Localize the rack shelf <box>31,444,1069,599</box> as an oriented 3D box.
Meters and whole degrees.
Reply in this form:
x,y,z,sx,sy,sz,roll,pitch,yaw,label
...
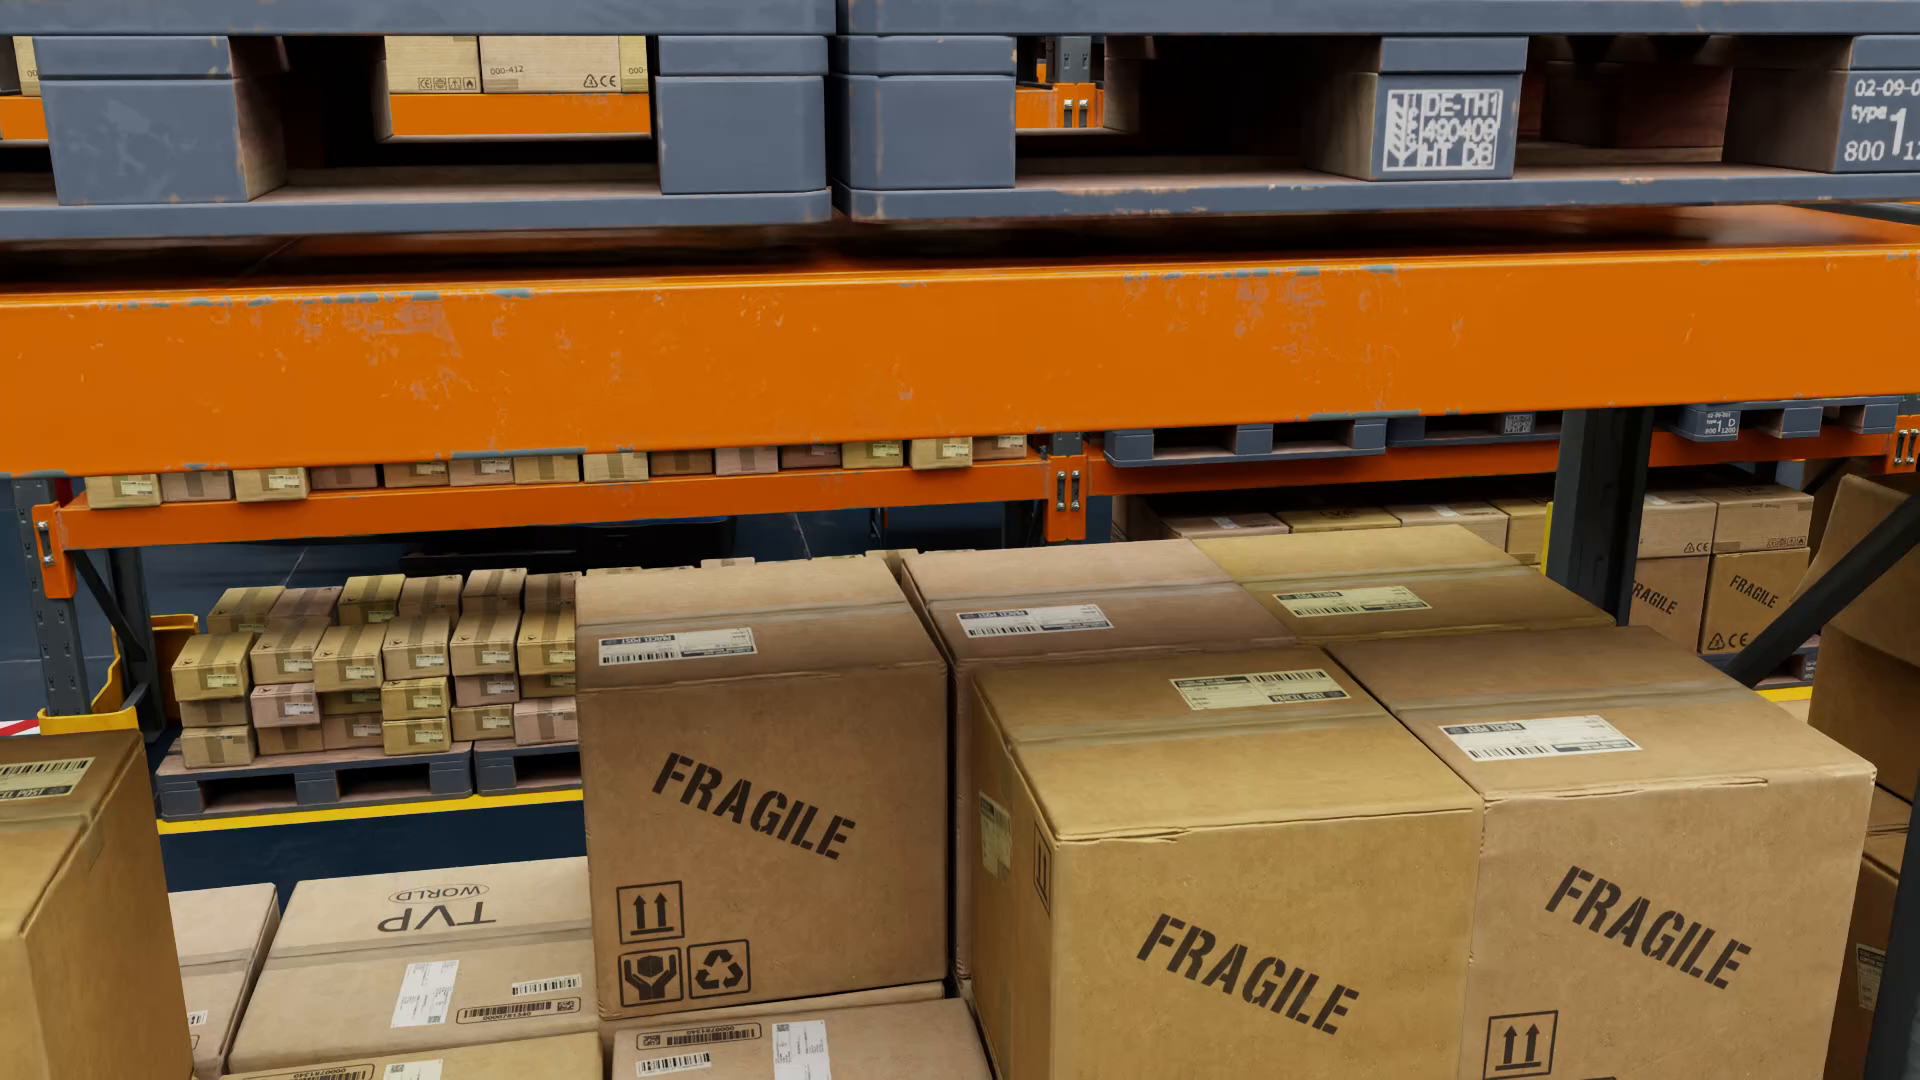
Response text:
x,y,z,sx,sy,sz,roll,pitch,yaw,label
-1.607,-0.209,7.110,4.000,0.370,1.077,-3,17,-10,rack shelf

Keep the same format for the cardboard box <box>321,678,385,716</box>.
x,y,z,sx,sy,sz,roll,pitch,yaw,label
-2.504,0.585,6.933,0.250,0.149,0.380,-3,17,-10,cardboard box

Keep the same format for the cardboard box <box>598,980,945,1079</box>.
x,y,z,sx,sy,sz,roll,pitch,yaw,label
-0.309,0.708,2.648,0.500,0.250,0.500,-3,17,-9,cardboard box

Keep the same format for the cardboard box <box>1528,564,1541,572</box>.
x,y,z,sx,sy,sz,roll,pitch,yaw,label
2.661,0.281,7.831,0.500,0.500,0.500,-4,18,-13,cardboard box

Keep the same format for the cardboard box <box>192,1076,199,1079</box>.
x,y,z,sx,sy,sz,roll,pitch,yaw,label
-1.203,0.916,1.968,0.500,0.250,0.500,-4,17,-12,cardboard box

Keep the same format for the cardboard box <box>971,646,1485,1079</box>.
x,y,z,sx,sy,sz,roll,pitch,yaw,label
0.306,0.471,2.140,0.500,0.500,0.500,-3,17,-10,cardboard box

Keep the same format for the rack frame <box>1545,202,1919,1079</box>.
x,y,z,sx,sy,sz,roll,pitch,yaw,label
1.199,0.771,2.693,0.127,3.000,1.000,-3,17,-10,rack frame

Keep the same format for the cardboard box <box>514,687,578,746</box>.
x,y,z,sx,sy,sz,roll,pitch,yaw,label
-1.746,0.716,7.012,0.250,0.149,0.380,-4,18,-13,cardboard box

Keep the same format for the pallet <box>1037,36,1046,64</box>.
x,y,z,sx,sy,sz,roll,pitch,yaw,label
0.210,-3.494,11.795,1.217,0.209,0.805,-4,18,-13,pallet

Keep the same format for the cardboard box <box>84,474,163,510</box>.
x,y,z,sx,sy,sz,roll,pitch,yaw,label
-3.190,-0.245,6.430,0.250,0.149,0.380,-3,17,-11,cardboard box

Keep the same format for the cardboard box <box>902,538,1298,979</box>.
x,y,z,sx,sy,sz,roll,pitch,yaw,label
0.195,0.320,2.633,0.500,0.500,0.500,-3,17,-10,cardboard box

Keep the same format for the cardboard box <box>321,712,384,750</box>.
x,y,z,sx,sy,sz,roll,pitch,yaw,label
-2.511,0.729,6.969,0.250,0.149,0.380,-3,17,-10,cardboard box

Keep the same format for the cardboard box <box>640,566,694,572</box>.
x,y,z,sx,sy,sz,roll,pitch,yaw,label
-1.310,0.250,7.517,0.250,0.149,0.380,-4,18,-13,cardboard box

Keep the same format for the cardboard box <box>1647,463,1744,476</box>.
x,y,z,sx,sy,sz,roll,pitch,yaw,label
3.562,-0.283,8.390,0.500,0.250,0.500,-4,18,-13,cardboard box

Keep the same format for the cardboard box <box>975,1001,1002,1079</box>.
x,y,z,sx,sy,sz,roll,pitch,yaw,label
0.308,0.830,2.249,0.500,0.250,0.500,-3,17,-9,cardboard box

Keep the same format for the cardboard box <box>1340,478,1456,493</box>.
x,y,z,sx,sy,sz,roll,pitch,yaw,label
2.064,-0.202,8.124,0.500,0.250,0.500,-4,18,-13,cardboard box

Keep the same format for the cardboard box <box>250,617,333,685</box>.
x,y,z,sx,sy,sz,roll,pitch,yaw,label
-2.743,0.455,6.850,0.250,0.149,0.380,-3,17,-9,cardboard box

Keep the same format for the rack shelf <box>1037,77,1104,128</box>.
x,y,z,sx,sy,sz,roll,pitch,yaw,label
2.321,-1.866,7.395,4.000,0.370,1.077,-3,17,-10,rack shelf

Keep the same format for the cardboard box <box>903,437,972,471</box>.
x,y,z,sx,sy,sz,roll,pitch,yaw,label
-0.111,-0.415,6.983,0.250,0.149,0.380,-4,17,-12,cardboard box

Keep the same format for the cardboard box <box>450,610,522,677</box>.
x,y,z,sx,sy,sz,roll,pitch,yaw,label
-1.970,0.427,6.940,0.250,0.149,0.380,-3,17,-8,cardboard box

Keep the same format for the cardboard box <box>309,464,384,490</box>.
x,y,z,sx,sy,sz,roll,pitch,yaw,label
-2.445,-0.325,6.689,0.250,0.149,0.380,-2,17,-8,cardboard box

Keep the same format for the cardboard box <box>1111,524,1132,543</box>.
x,y,z,sx,sy,sz,roll,pitch,yaw,label
1.036,0.216,8.043,0.500,0.500,0.500,-4,17,-11,cardboard box

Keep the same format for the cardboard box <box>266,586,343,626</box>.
x,y,z,sx,sy,sz,roll,pitch,yaw,label
-2.841,0.336,7.237,0.250,0.149,0.380,-3,17,-9,cardboard box

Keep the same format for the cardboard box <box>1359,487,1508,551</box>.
x,y,z,sx,sy,sz,roll,pitch,yaw,label
2.157,-0.051,7.636,0.500,0.250,0.500,-3,17,-8,cardboard box

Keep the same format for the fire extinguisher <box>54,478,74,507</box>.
x,y,z,sx,sy,sz,roll,pitch,yaw,label
-3.905,-0.346,7.095,0.183,0.674,0.296,-3,17,-10,fire extinguisher

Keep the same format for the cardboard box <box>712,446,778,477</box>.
x,y,z,sx,sy,sz,roll,pitch,yaw,label
-0.904,-0.387,6.890,0.250,0.149,0.380,-4,18,-13,cardboard box

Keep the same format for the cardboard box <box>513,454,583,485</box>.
x,y,z,sx,sy,sz,roll,pitch,yaw,label
-1.668,-0.347,6.760,0.250,0.149,0.380,-3,17,-8,cardboard box

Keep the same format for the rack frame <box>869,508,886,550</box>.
x,y,z,sx,sy,sz,roll,pitch,yaw,label
-0.506,-0.509,10.053,0.032,1.125,0.500,-3,17,-10,rack frame

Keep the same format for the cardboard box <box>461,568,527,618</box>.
x,y,z,sx,sy,sz,roll,pitch,yaw,label
-2.091,0.258,7.491,0.250,0.149,0.380,-3,17,-8,cardboard box

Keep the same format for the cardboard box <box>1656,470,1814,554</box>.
x,y,z,sx,sy,sz,roll,pitch,yaw,label
3.663,-0.138,7.918,0.500,0.250,0.500,-4,17,-12,cardboard box

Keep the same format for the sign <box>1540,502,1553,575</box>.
x,y,z,sx,sy,sz,roll,pitch,yaw,label
1.086,0.099,3.043,0.005,0.325,0.100,-3,17,-10,sign

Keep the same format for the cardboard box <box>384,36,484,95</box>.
x,y,z,sx,sy,sz,roll,pitch,yaw,label
-2.060,-1.816,6.262,0.500,0.250,0.500,-4,17,-12,cardboard box

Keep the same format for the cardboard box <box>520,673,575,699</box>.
x,y,z,sx,sy,sz,roll,pitch,yaw,label
-1.731,0.532,7.103,0.250,0.149,0.380,-2,17,-8,cardboard box

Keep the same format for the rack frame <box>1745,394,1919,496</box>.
x,y,z,sx,sy,sz,roll,pitch,yaw,label
4.285,-0.887,8.092,0.127,3.000,1.000,-3,17,-10,rack frame

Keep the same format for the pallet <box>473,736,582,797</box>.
x,y,z,sx,sy,sz,roll,pitch,yaw,label
-1.496,0.785,7.397,1.213,0.211,1.003,-3,17,-10,pallet

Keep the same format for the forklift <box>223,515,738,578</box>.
x,y,z,sx,sy,sz,roll,pitch,yaw,label
-2.885,-1.323,9.627,3.031,2.935,1.130,-1,17,-5,forklift

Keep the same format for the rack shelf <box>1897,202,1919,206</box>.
x,y,z,sx,sy,sz,roll,pitch,yaw,label
3.163,-0.431,2.721,4.000,0.370,1.077,-3,17,-10,rack shelf

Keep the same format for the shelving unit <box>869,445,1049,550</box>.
x,y,z,sx,sy,sz,roll,pitch,yaw,label
-0.007,-0.537,10.145,1.048,1.125,0.538,-3,17,-10,shelving unit

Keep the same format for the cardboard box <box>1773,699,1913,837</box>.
x,y,z,sx,sy,sz,roll,pitch,yaw,label
1.606,0.618,3.020,0.500,0.500,0.500,-3,17,-10,cardboard box

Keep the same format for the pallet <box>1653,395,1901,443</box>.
x,y,z,sx,sy,sz,roll,pitch,yaw,label
3.605,-0.725,7.891,1.003,0.211,1.213,-3,17,-10,pallet

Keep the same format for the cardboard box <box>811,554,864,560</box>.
x,y,z,sx,sy,sz,roll,pitch,yaw,label
-0.541,0.199,7.682,0.250,0.149,0.380,-3,17,-11,cardboard box
